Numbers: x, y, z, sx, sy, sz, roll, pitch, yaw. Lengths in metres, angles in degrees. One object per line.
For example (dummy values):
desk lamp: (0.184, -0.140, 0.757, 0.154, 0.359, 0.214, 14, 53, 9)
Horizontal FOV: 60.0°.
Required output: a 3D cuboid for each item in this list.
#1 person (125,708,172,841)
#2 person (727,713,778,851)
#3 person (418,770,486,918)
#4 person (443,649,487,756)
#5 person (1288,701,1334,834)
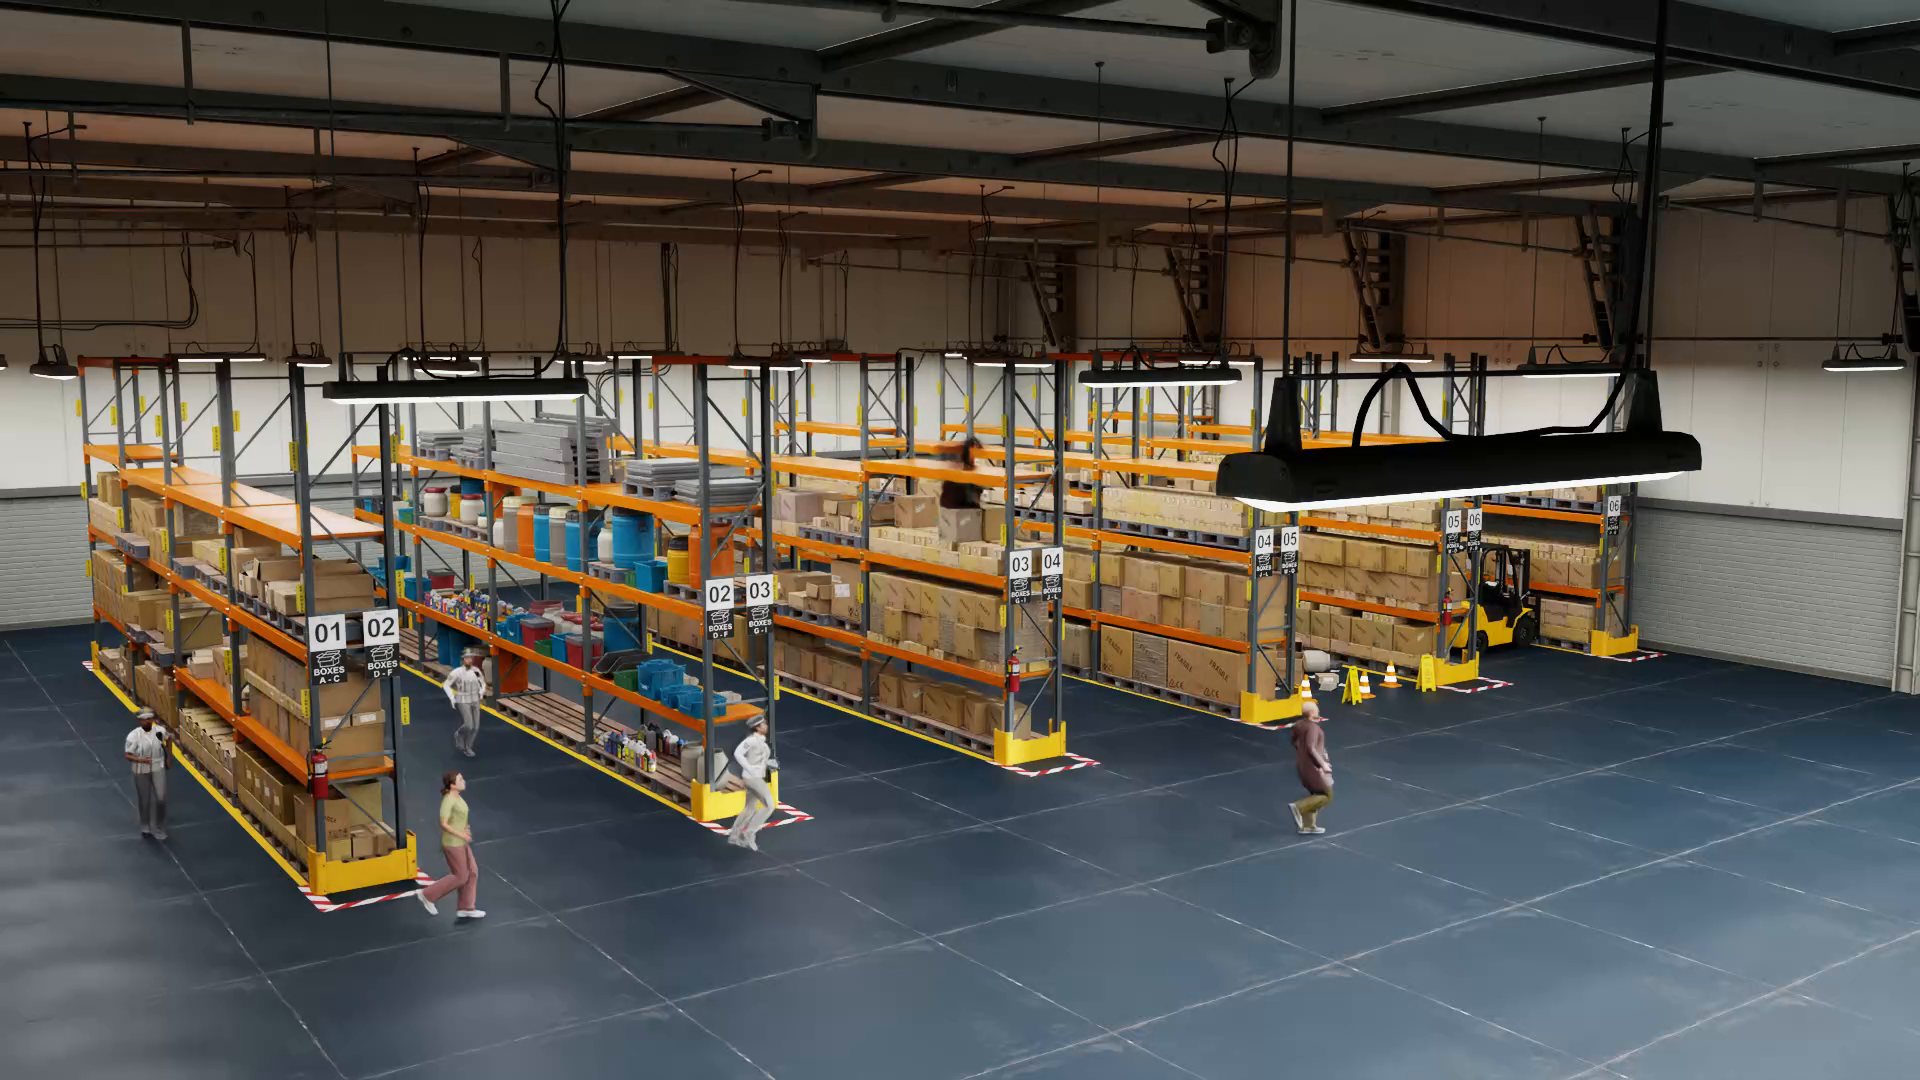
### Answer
person: (-10.242, 2.963, 21.054, 0.584, 1.750, 0.718, -5, 8, -34)
person: (-2.588, 2.997, 20.792, 0.633, 1.670, 0.653, 0, 7, -1)
person: (-5.571, 3.335, 18.179, 0.702, 1.639, 0.602, -1, 7, -9)
person: (-7.429, 2.466, 25.172, 0.615, 1.658, 0.541, -6, 9, -42)
person: (4.457, 2.912, 21.216, 0.637, 1.732, 0.710, -2, 7, -14)
